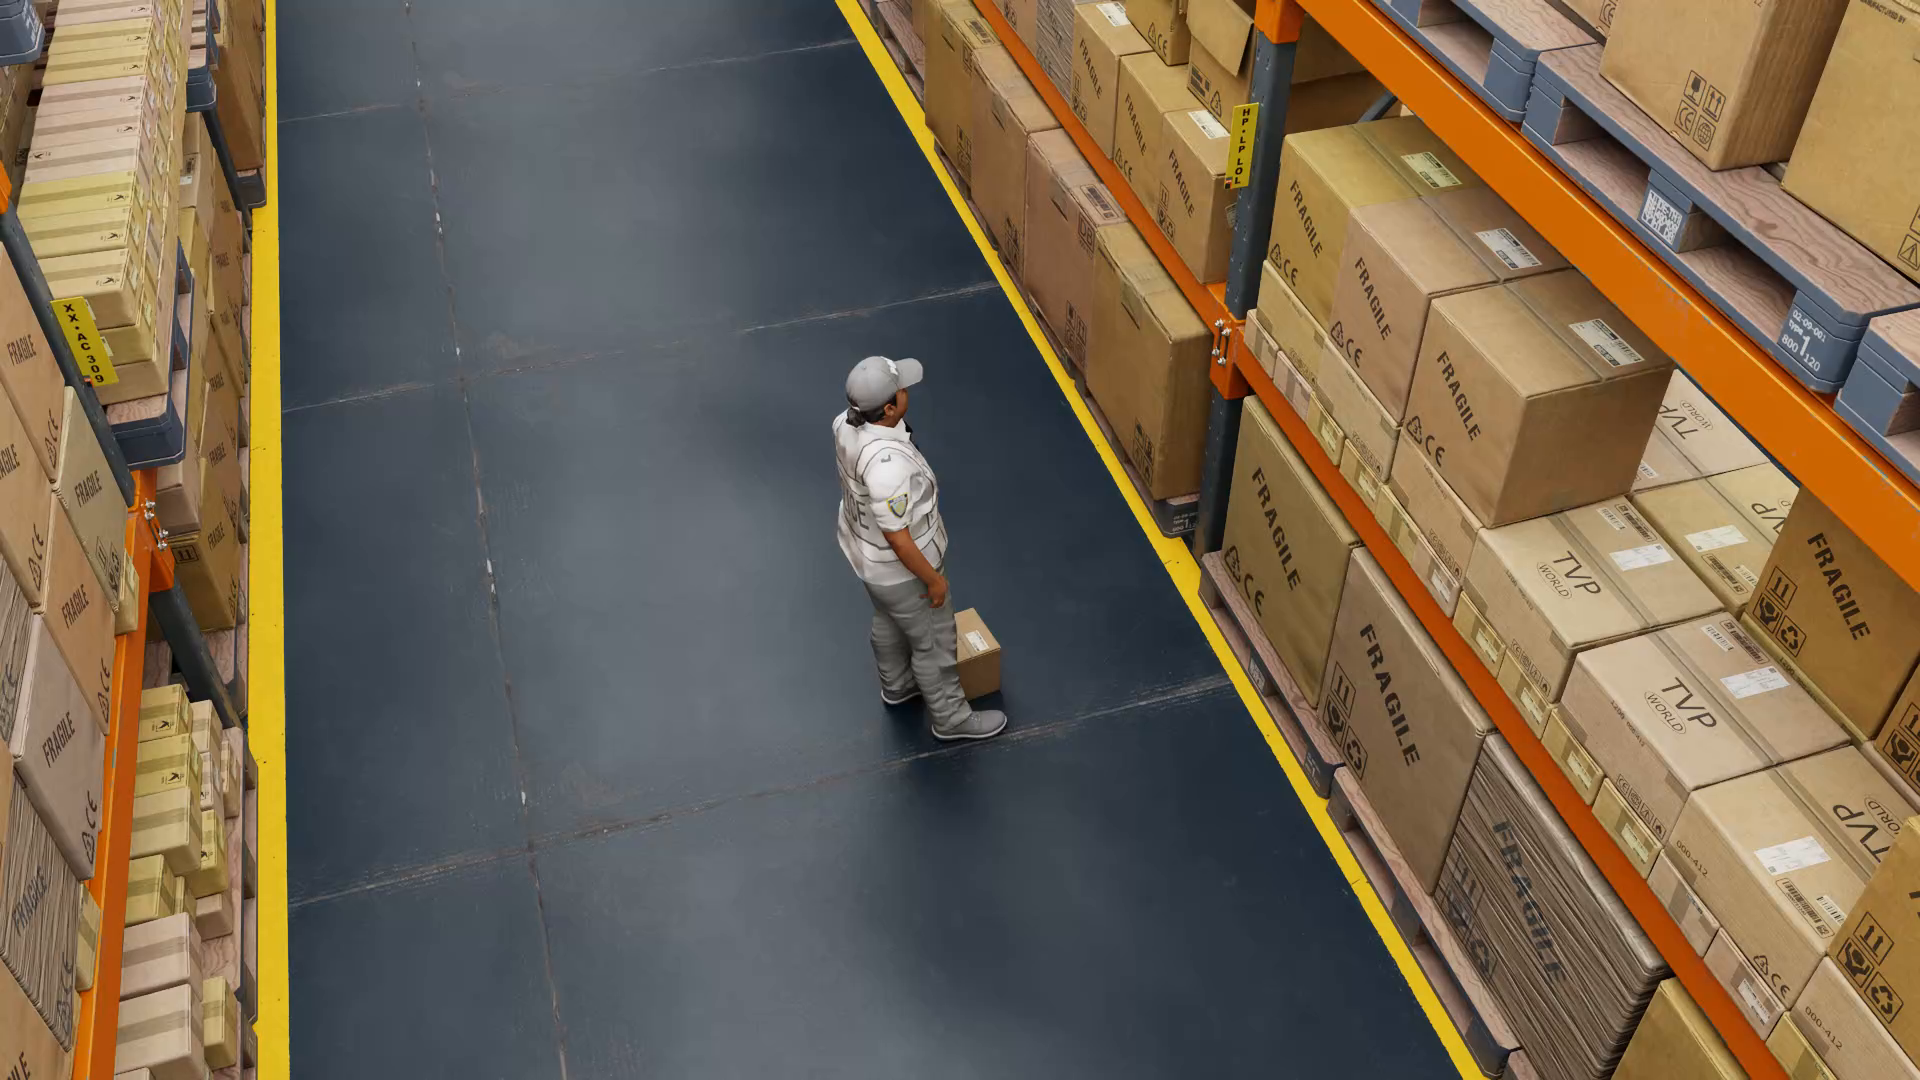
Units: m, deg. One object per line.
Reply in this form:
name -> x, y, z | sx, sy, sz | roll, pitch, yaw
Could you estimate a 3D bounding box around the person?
person -> -0.157, 0.026, 6.113 | 0.529, 1.670, 0.597 | -17, 45, -17
